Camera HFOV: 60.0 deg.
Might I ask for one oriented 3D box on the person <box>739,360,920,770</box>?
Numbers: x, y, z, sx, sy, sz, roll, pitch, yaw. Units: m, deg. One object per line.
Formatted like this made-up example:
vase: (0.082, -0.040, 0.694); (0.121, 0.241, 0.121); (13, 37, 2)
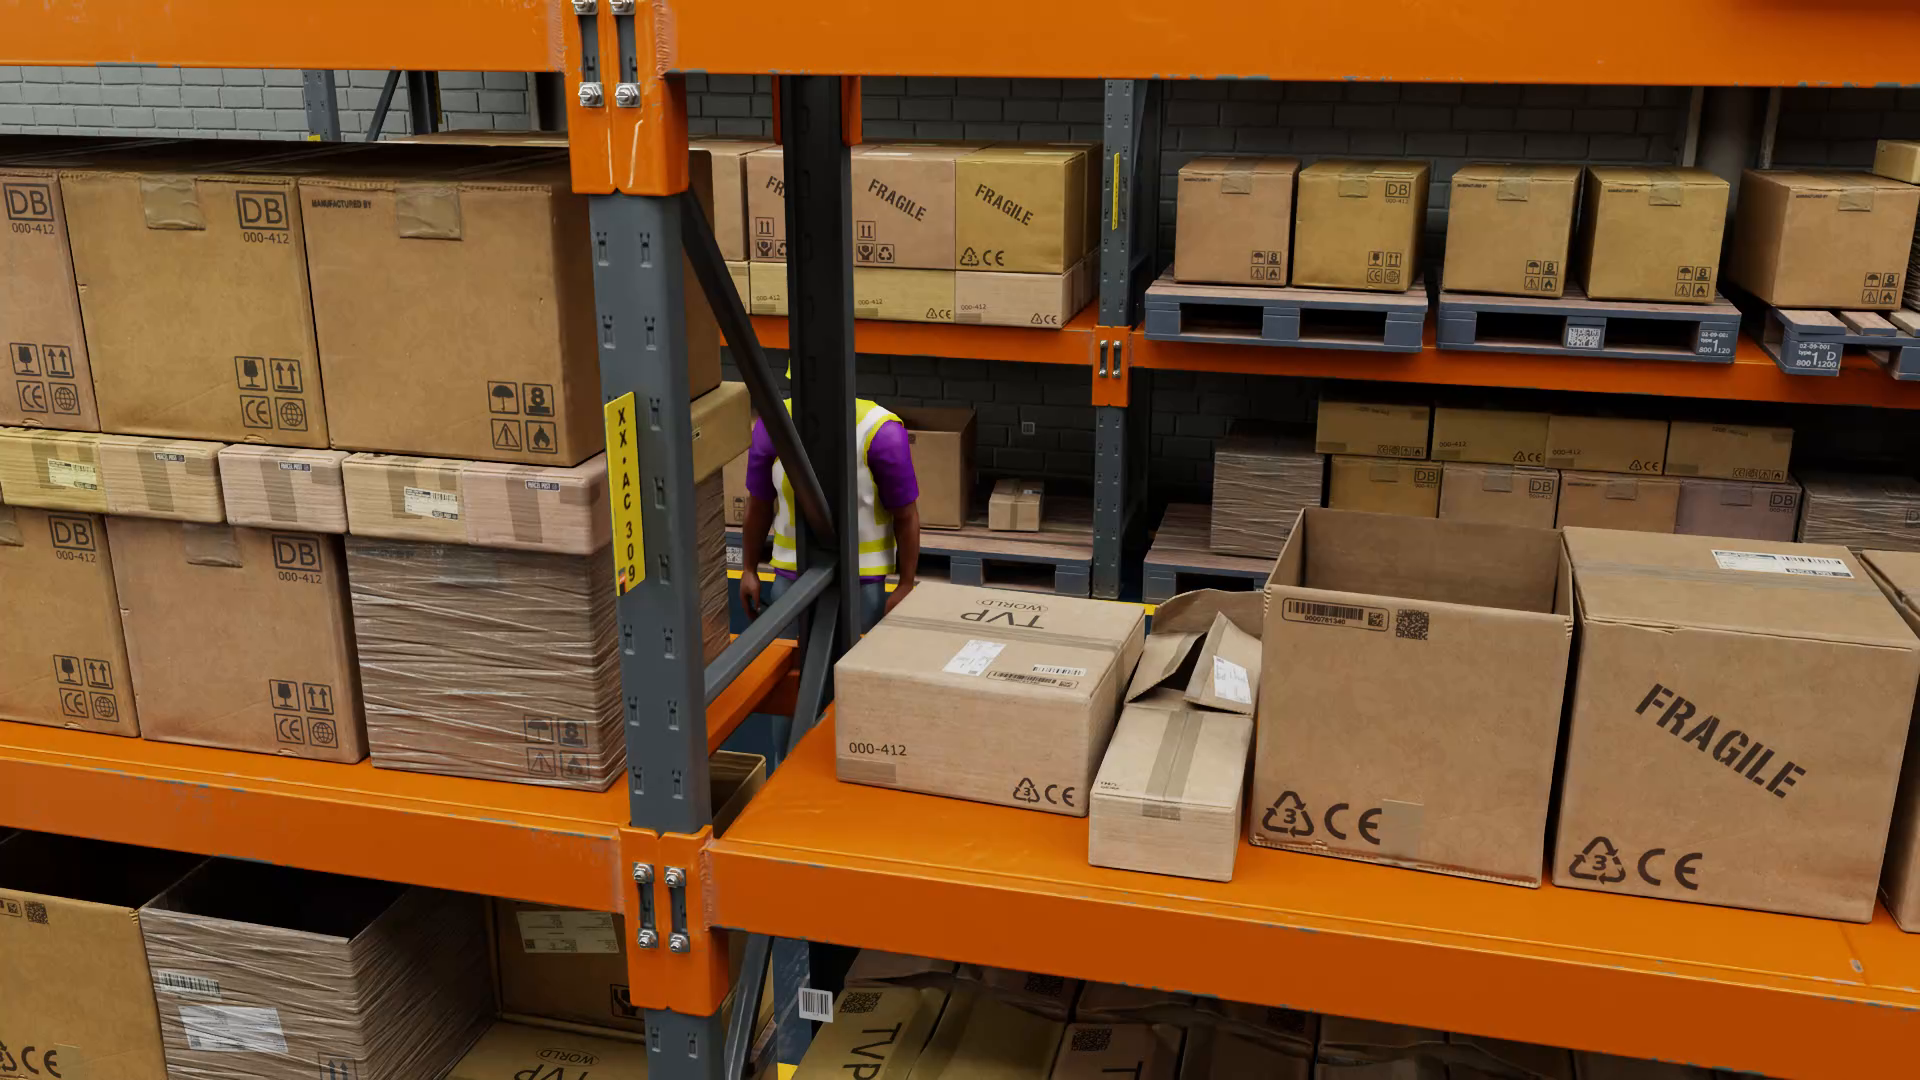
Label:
person: (-0.448, 0.138, 5.608); (0.626, 1.760, 0.461); (4, 19, 13)
